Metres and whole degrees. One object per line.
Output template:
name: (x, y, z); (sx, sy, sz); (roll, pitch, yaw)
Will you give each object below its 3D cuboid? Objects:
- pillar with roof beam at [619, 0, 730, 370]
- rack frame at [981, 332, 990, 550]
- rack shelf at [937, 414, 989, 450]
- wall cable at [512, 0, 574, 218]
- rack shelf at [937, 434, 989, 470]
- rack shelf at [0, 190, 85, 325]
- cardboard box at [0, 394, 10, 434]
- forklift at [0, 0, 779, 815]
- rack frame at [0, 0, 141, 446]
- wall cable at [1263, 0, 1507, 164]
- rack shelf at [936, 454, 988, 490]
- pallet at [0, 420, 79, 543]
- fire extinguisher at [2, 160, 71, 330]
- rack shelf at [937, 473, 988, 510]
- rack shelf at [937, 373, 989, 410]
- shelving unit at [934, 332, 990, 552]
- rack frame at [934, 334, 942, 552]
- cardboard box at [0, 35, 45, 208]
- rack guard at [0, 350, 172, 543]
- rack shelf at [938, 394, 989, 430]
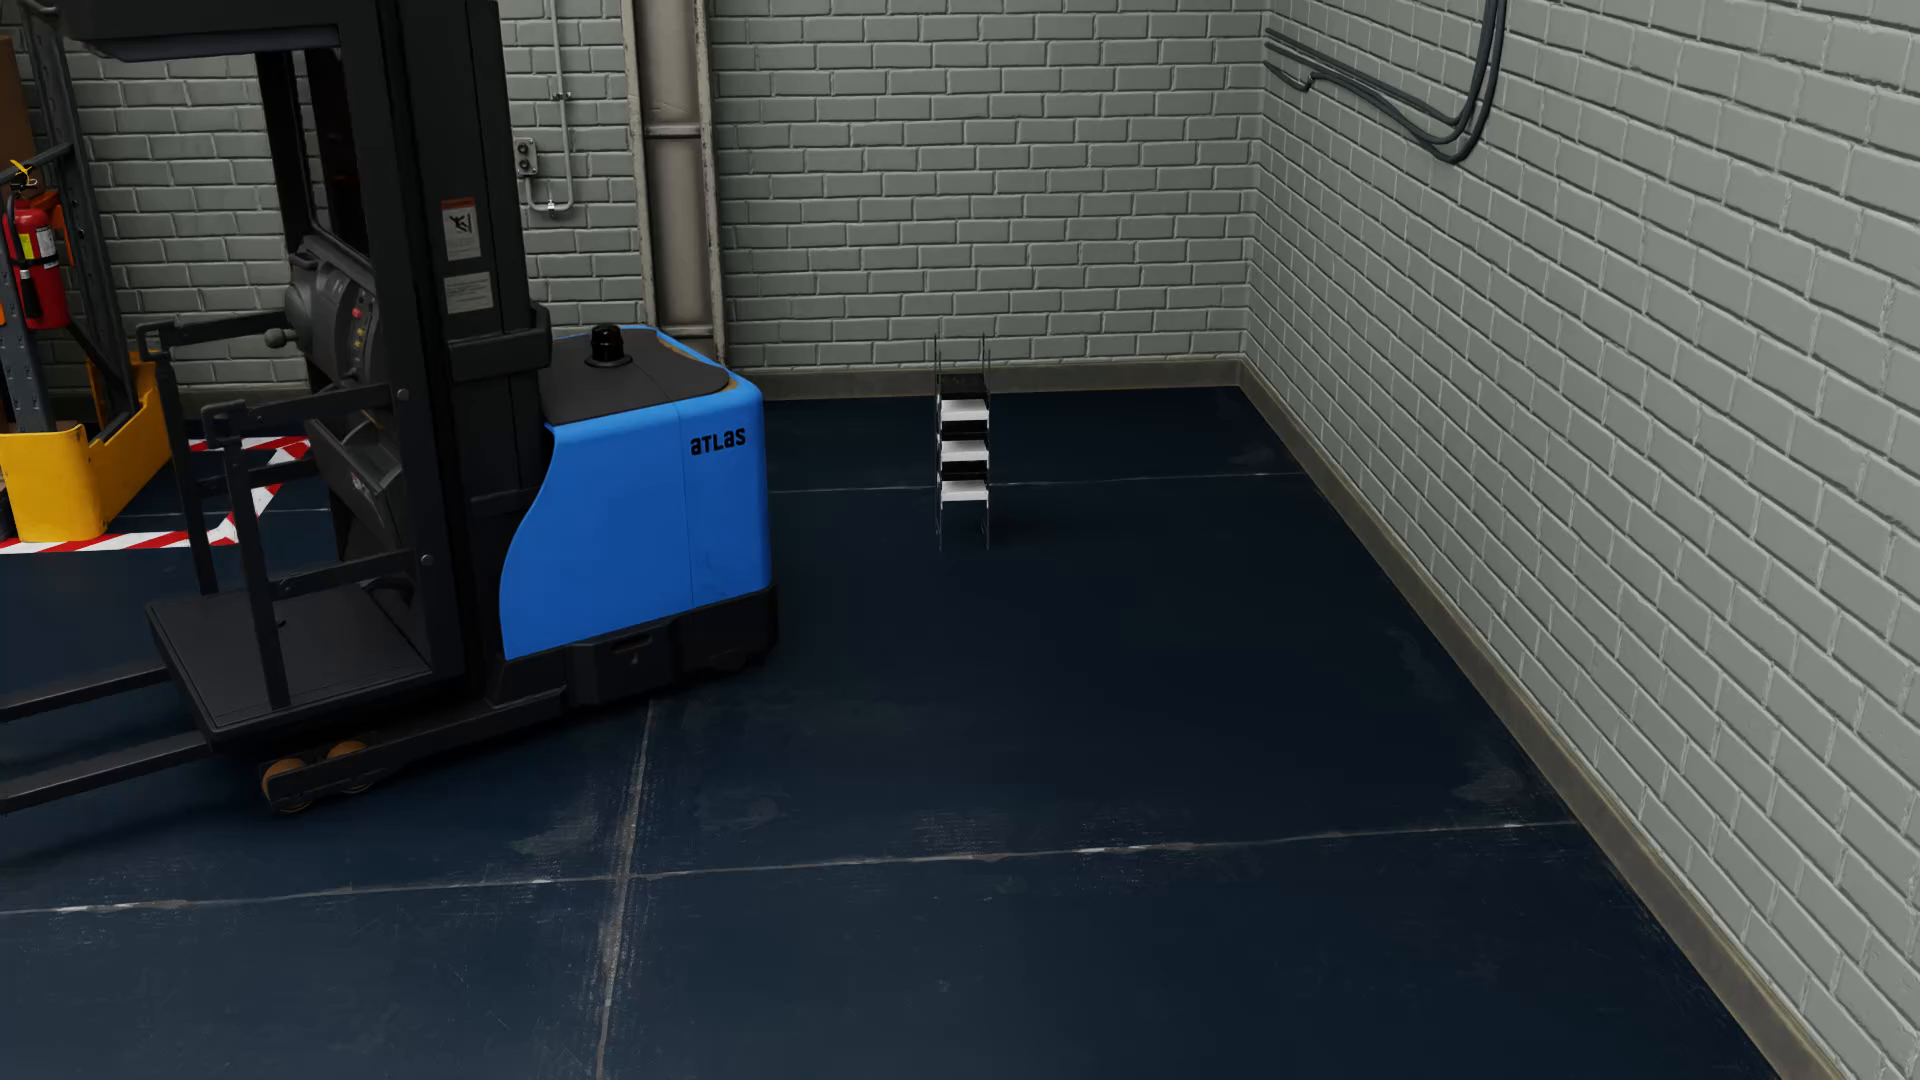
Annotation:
pillar with roof beam: (-0.988, -3.055, 3.045); (0.400, 9.000, 9.100); (-2, 24, -5)
rack frame: (0.109, -0.416, 7.077); (0.006, 0.900, 0.240); (-2, 24, -5)
rack shelf: (0.008, -0.463, 7.045); (0.200, 0.077, 0.258); (-2, 24, -5)
wall cable: (-2.831, -2.494, 7.918); (1.851, 1.984, 0.084); (-2, 24, -5)
rack shelf: (0.008, -0.381, 7.081); (0.200, 0.077, 0.258); (-2, 24, -5)
rack shelf: (-6.003, -1.188, 7.116); (4.000, 0.370, 1.077); (-2, 24, -5)
cardboard box: (-4.700, -0.578, 7.418); (0.500, 0.500, 0.700); (-2, 24, -5)
forklift: (-2.183, -0.717, 5.254); (3.031, 2.935, 1.130); (-16, 28, -31)
rack frame: (-4.013, -1.597, 7.149); (0.127, 3.000, 1.000); (-2, 24, -5)
wall cable: (1.651, -3.001, 6.744); (0.112, 2.526, 3.097); (-2, 24, -5)
rack shelf: (0.008, -0.299, 7.118); (0.200, 0.077, 0.258); (-2, 24, -5)
pallet: (-4.801, -0.259, 7.573); (1.213, 0.211, 1.003); (-2, 24, -5)
fire extinguisher: (-3.817, -1.210, 6.835); (0.183, 0.674, 0.296); (-2, 24, -5)
rack shelf: (0.008, -0.217, 7.155); (0.200, 0.077, 0.258); (-2, 24, -5)
rack shelf: (0.008, -0.628, 6.972); (0.200, 0.077, 0.258); (-2, 24, -5)
shelving unit: (0.008, -0.412, 7.068); (0.210, 0.900, 0.258); (-2, 24, -5)
rack frame: (-0.093, -0.407, 7.059); (0.006, 0.900, 0.240); (-2, 24, -5)
cardboard box: (-4.519, -1.709, 7.033); (0.700, 0.700, 0.980); (-1, 24, -3)
rack guard: (-3.989, -0.455, 7.659); (0.348, 0.500, 1.175); (-2, 24, -5)
rack shelf: (0.008, -0.546, 7.008); (0.200, 0.077, 0.258); (-2, 24, -5)
